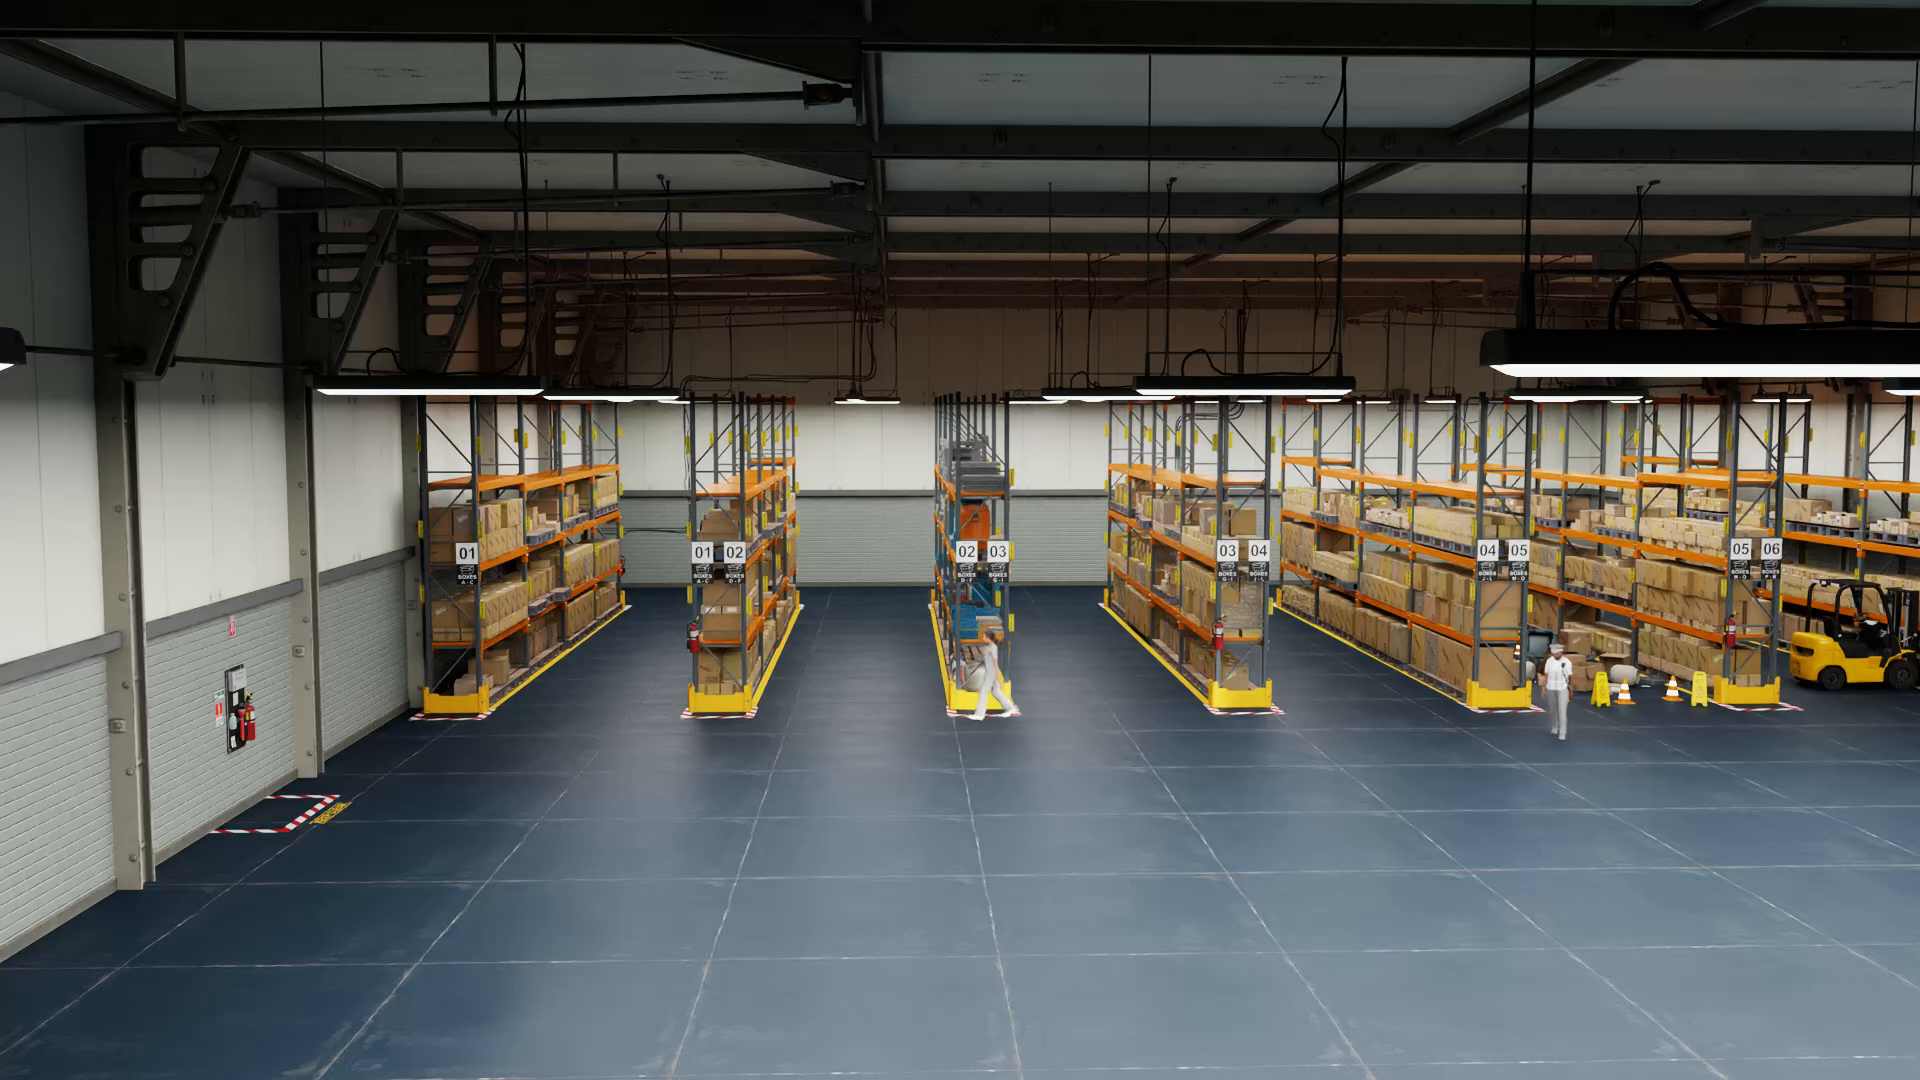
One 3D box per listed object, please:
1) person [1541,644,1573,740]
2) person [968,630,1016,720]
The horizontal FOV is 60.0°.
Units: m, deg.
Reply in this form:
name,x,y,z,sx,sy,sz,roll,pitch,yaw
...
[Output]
name,x,y,z,sx,sy,sz,roll,pitch,yaw
person,10.337,2.603,28.777,0.488,1.614,0.894,3,5,33
person,0.592,2.463,30.481,0.902,1.645,0.488,0,5,-3
